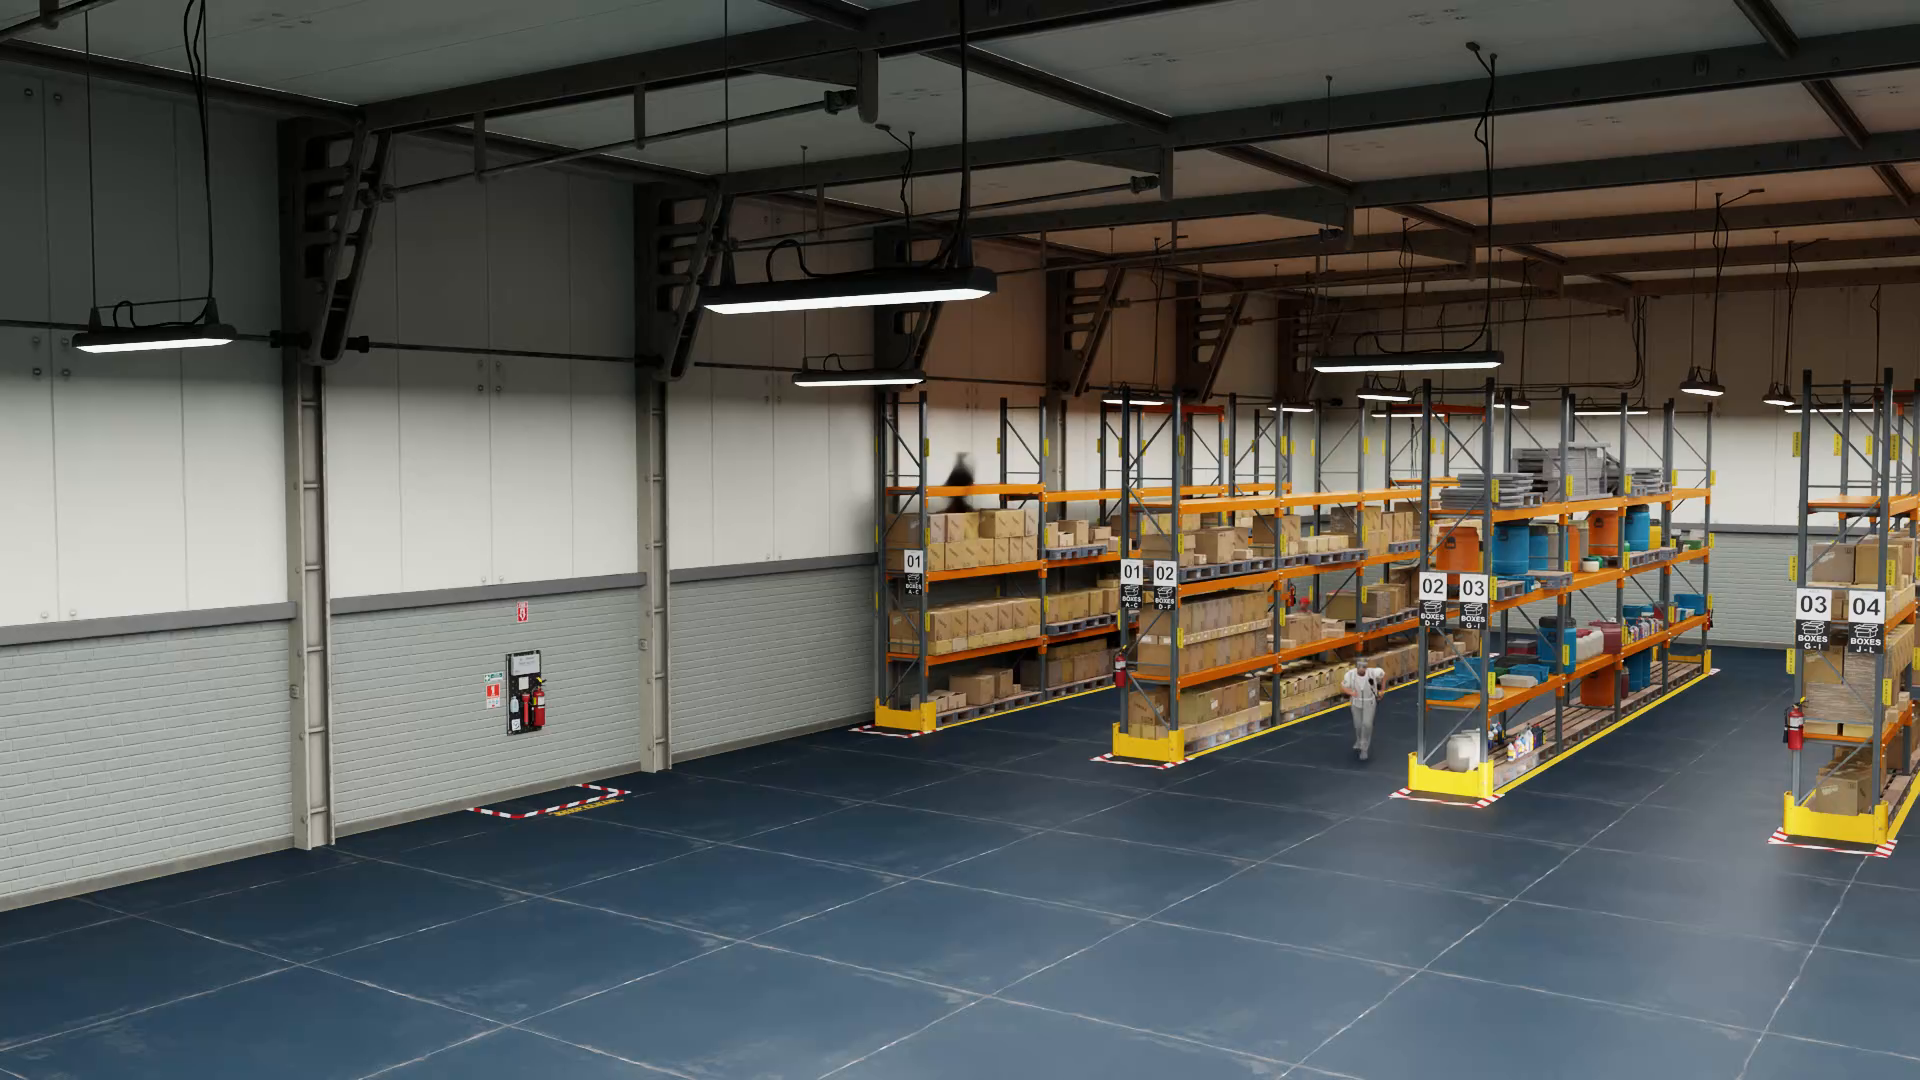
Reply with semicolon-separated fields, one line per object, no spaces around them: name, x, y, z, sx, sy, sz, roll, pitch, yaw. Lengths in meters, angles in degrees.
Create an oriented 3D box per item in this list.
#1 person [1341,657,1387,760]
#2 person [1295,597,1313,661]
person;6.550;2.712;26.971;0.711;1.720;0.981;1;3;15
person;7.570;2.118;36.457;0.653;1.728;0.633;2;4;35
